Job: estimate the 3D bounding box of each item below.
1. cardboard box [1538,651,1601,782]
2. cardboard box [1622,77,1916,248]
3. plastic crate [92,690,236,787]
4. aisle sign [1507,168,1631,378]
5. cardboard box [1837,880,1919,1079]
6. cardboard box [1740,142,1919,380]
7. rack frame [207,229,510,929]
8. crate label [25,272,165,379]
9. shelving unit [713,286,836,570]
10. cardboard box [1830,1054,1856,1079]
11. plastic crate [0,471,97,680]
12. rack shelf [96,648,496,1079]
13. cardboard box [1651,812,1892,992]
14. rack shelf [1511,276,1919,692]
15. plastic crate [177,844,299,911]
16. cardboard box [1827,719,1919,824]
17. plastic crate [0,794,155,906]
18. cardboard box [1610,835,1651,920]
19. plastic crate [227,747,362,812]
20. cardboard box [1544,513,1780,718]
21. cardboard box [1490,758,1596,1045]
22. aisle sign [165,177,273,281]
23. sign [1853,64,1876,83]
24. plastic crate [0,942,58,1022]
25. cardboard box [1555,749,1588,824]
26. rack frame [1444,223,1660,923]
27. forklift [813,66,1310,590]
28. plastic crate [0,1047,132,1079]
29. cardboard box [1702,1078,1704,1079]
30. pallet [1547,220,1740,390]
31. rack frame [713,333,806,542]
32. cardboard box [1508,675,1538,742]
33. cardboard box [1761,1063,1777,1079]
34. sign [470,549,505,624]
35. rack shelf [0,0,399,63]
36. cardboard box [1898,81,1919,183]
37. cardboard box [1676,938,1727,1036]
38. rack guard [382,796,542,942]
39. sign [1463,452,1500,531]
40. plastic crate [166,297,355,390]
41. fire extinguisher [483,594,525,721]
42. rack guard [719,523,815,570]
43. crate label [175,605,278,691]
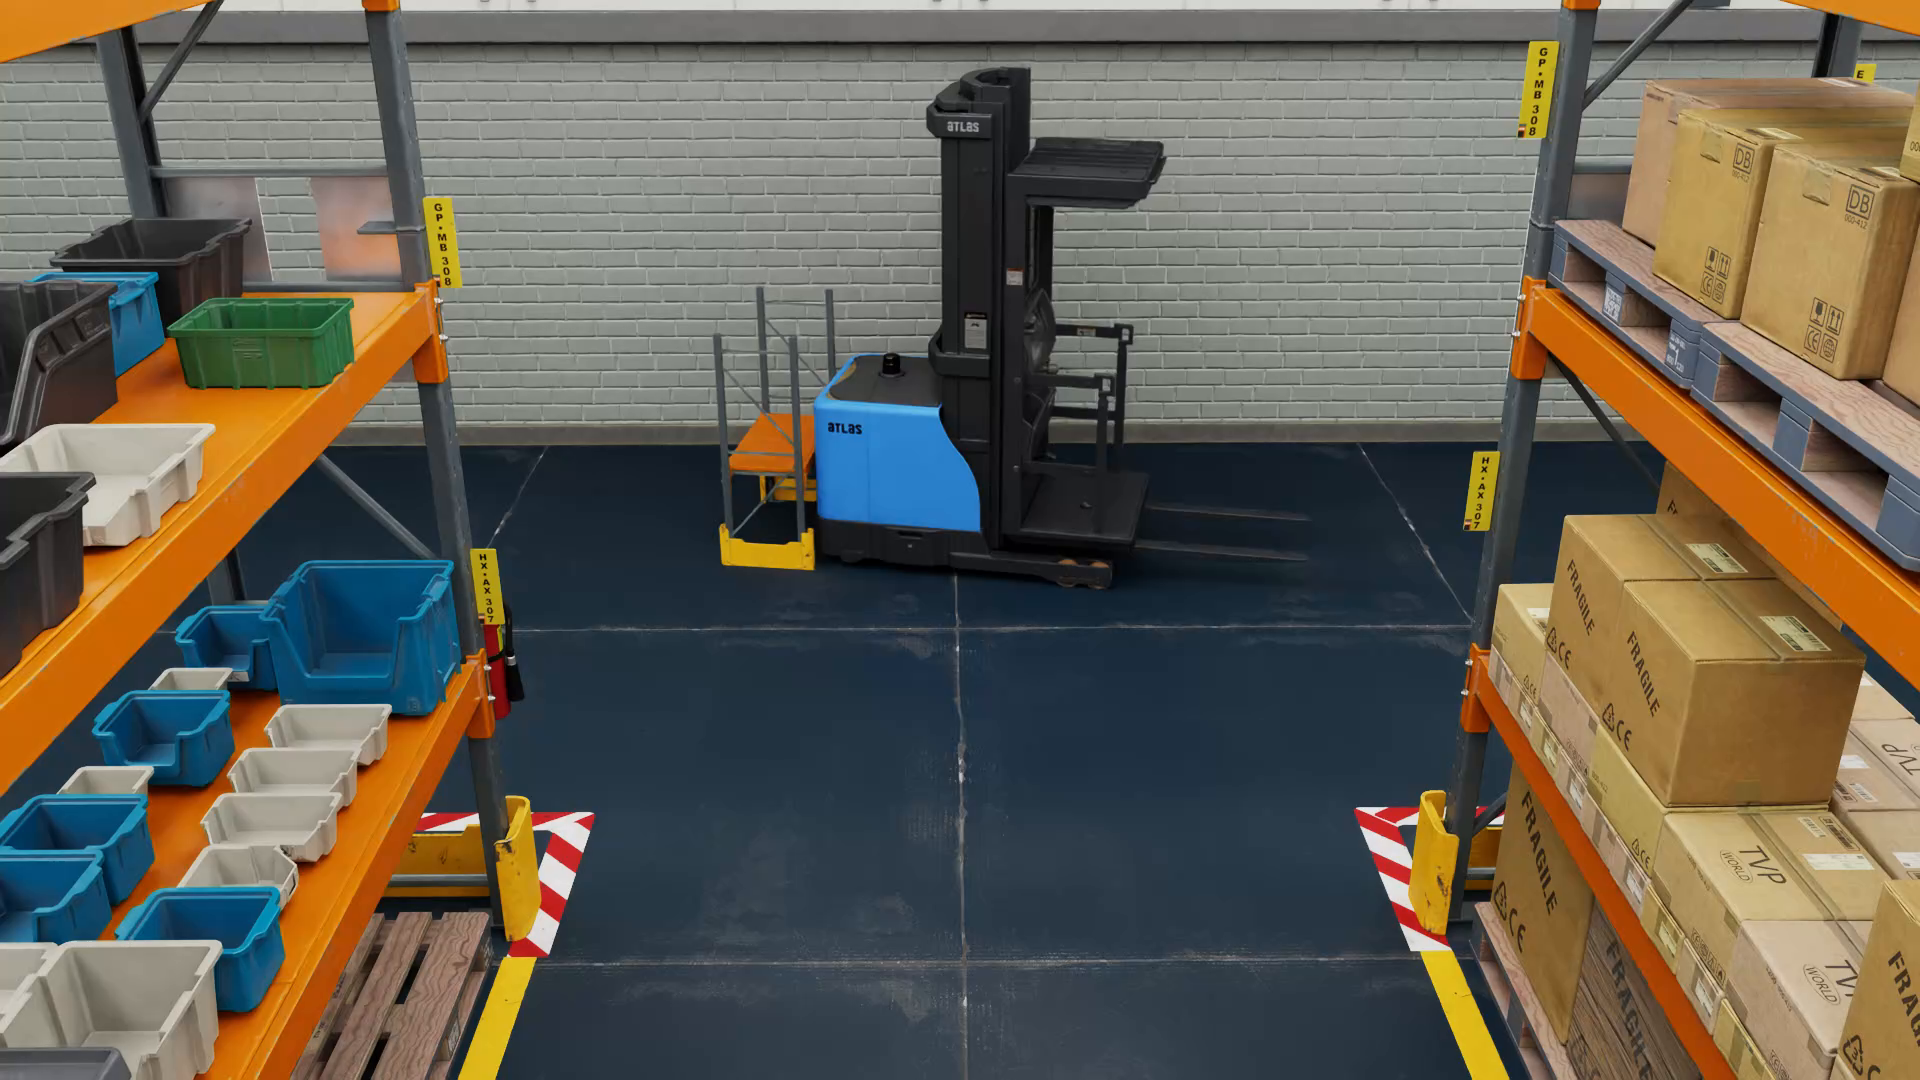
[{"bbox_3d":[2.302,0.591,5.624,0.500,0.250,0.500,-1,24,-1],"label":"cardboard box"},{"bbox_3d":[2.614,-1.190,5.349,0.700,0.500,0.500,-2,24,-4],"label":"cardboard box"},{"bbox_3d":[-2.718,0.691,5.713,0.416,0.233,0.300,0,24,-1],"label":"plastic crate"},{"bbox_3d":[2.254,-0.968,6.095,0.394,0.787,0.004,0,24,-1],"label":"aisle sign"},{"bbox_3d":[2.324,1.090,3.612,0.500,0.500,0.500,0,24,0],"label":"cardboard box"},{"bbox_3d":[2.553,-0.745,4.365,0.700,0.500,0.500,-2,24,-4],"label":"cardboard box"},{"bbox_3d":[-2.398,0.267,6.519,1.000,3.000,0.127,0,24,-1],"label":"rack frame"},{"bbox_3d":[-2.711,-0.650,5.088,0.408,0.251,0.502,0,24,-1],"label":"crate label"},{"bbox_3d":[-1.133,-0.732,10.546,0.587,1.500,1.083,3,25,7],"label":"shelving unit"},{"bbox_3d":[2.323,1.432,3.765,0.500,0.250,0.500,0,24,1],"label":"cardboard box"},{"bbox_3d":[-2.094,0.095,3.418,0.497,0.269,0.590,0,24,-1],"label":"plastic crate"},{"bbox_3d":[-2.377,1.419,4.845,1.077,0.370,4.000,0,24,-1],"label":"rack shelf"},{"bbox_3d":[2.315,1.013,4.691,0.500,0.250,0.500,-1,24,-2],"label":"cardboard box"},{"bbox_3d":[2.576,0.030,4.276,1.077,0.370,4.000,0,24,-1],"label":"rack shelf"},{"bbox_3d":[-2.170,1.051,5.033,0.298,0.136,0.250,0,24,-1],"label":"plastic crate"},{"bbox_3d":[2.836,0.795,5.173,0.500,0.250,0.500,-1,24,-2],"label":"cardboard box"},{"bbox_3d":[-2.711,0.962,5.113,0.416,0.233,0.300,0,24,-1],"label":"plastic crate"},{"bbox_3d":[2.245,1.037,5.122,0.380,0.149,0.250,-1,24,-1],"label":"cardboard box"},{"bbox_3d":[-2.220,0.815,5.556,0.396,0.136,0.243,0,24,-1],"label":"plastic crate"},{"bbox_3d":[2.295,0.241,5.488,0.500,0.500,0.500,-1,24,-2],"label":"cardboard box"},{"bbox_3d":[2.641,1.285,6.337,0.875,0.875,0.875,0,24,-1],"label":"cardboard box"},{"bbox_3d":[-2.696,-0.946,6.046,0.394,0.787,0.004,0,24,-1],"label":"aisle sign"},{"bbox_3d":[3.097,-1.486,5.777,0.100,0.325,0.005,0,24,-1],"label":"sign"},{"bbox_3d":[-2.674,1.292,4.500,0.293,0.136,0.466,0,24,-1],"label":"plastic crate"},{"bbox_3d":[2.240,0.826,5.589,0.380,0.149,0.250,-1,24,-1],"label":"cardboard box"},{"bbox_3d":[2.554,0.245,6.568,1.000,3.000,0.127,0,24,-1],"label":"rack frame"},{"bbox_3d":[0.668,-1.271,10.003,3.031,2.935,1.130,5,25,11],"label":"forklift"},{"bbox_3d":[-2.114,1.490,3.665,0.402,0.464,0.583,0,24,-1],"label":"plastic crate"},{"bbox_3d":[2.661,2.027,4.697,0.875,0.875,0.875,0,24,-1],"label":"cardboard box"},{"bbox_3d":[2.573,-0.776,5.293,1.003,0.211,1.213,0,24,-1],"label":"pallet"},{"bbox_3d":[-1.204,-0.521,10.079,0.500,1.500,0.032,3,25,7],"label":"rack frame"},{"bbox_3d":[2.232,0.613,6.060,0.380,0.149,0.250,-1,24,-1],"label":"cardboard box"},{"bbox_3d":[2.255,1.460,4.188,0.380,0.149,0.250,0,24,0],"label":"cardboard box"},{"bbox_3d":[-1.849,0.184,6.506,0.100,0.325,0.005,0,24,-1],"label":"sign"},{"bbox_3d":[-2.377,-1.132,3.691,1.077,0.370,4.000,0,24,-1],"label":"rack shelf"},{"bbox_3d":[2.566,-0.913,3.827,0.500,0.250,0.500,-1,24,-2],"label":"cardboard box"},{"bbox_3d":[2.251,1.249,4.653,0.380,0.149,0.250,0,24,0],"label":"cardboard box"},{"bbox_3d":[-2.412,1.396,7.056,1.175,0.500,0.348,0,24,-1],"label":"rack guard"},{"bbox_3d":[1.999,-0.185,6.373,0.100,0.325,0.005,0,24,-1],"label":"sign"},{"bbox_3d":[-2.102,-0.598,5.049,0.450,0.188,0.336,0,24,-1],"label":"plastic crate"},{"bbox_3d":[-1.946,0.408,6.754,0.296,0.674,0.183,0,24,-1],"label":"fire extinguisher"},{"bbox_3d":[-1.200,0.041,10.354,0.587,0.250,0.087,3,25,7],"label":"rack guard"},{"bbox_3d":[-2.725,0.419,6.313,0.416,0.233,0.303,0,24,-1],"label":"crate label"}]
